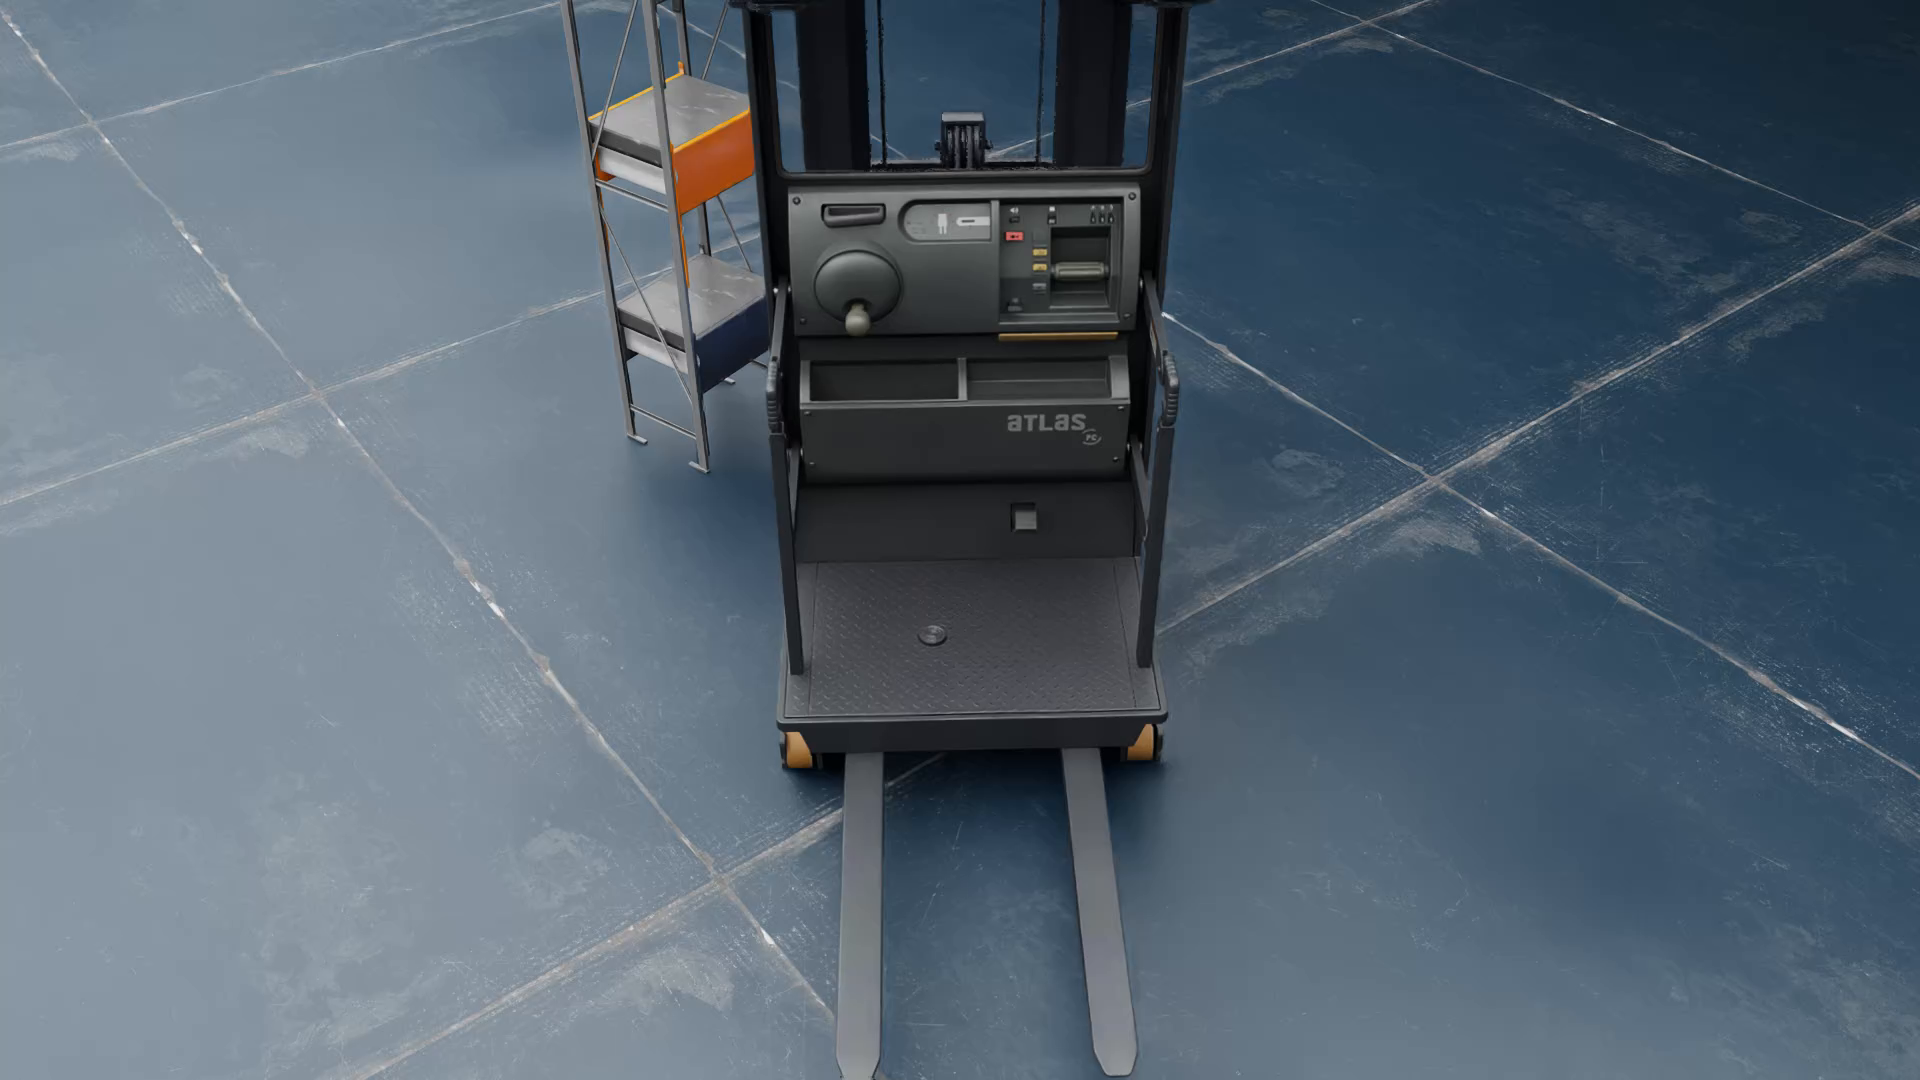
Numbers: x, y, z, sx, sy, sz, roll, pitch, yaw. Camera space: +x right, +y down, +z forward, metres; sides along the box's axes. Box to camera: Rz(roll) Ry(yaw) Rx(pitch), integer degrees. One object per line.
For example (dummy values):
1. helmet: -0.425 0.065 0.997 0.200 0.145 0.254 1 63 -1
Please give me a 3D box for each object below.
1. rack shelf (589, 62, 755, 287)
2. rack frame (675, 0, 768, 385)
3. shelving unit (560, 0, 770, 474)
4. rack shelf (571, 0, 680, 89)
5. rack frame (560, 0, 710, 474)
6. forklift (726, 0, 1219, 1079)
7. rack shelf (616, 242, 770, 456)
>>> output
1. rack shelf: -0.935 -1.244 5.632 0.431 0.518 0.480 24 45 27
2. rack frame: -0.792 -1.380 5.777 0.400 2.100 0.015 24 45 27
3. shelving unit: -0.935 -1.255 5.624 0.431 2.100 0.503 24 45 27
4. rack shelf: -0.935 -1.785 5.188 0.431 0.518 0.480 24 45 27
5. rack frame: -1.077 -1.129 5.470 0.400 2.100 0.015 24 45 27
6. forklift: 0.022 -0.666 4.250 1.130 2.935 3.031 -1 39 -1
7. rack shelf: -0.935 -0.703 6.076 0.431 0.518 0.480 24 45 27
